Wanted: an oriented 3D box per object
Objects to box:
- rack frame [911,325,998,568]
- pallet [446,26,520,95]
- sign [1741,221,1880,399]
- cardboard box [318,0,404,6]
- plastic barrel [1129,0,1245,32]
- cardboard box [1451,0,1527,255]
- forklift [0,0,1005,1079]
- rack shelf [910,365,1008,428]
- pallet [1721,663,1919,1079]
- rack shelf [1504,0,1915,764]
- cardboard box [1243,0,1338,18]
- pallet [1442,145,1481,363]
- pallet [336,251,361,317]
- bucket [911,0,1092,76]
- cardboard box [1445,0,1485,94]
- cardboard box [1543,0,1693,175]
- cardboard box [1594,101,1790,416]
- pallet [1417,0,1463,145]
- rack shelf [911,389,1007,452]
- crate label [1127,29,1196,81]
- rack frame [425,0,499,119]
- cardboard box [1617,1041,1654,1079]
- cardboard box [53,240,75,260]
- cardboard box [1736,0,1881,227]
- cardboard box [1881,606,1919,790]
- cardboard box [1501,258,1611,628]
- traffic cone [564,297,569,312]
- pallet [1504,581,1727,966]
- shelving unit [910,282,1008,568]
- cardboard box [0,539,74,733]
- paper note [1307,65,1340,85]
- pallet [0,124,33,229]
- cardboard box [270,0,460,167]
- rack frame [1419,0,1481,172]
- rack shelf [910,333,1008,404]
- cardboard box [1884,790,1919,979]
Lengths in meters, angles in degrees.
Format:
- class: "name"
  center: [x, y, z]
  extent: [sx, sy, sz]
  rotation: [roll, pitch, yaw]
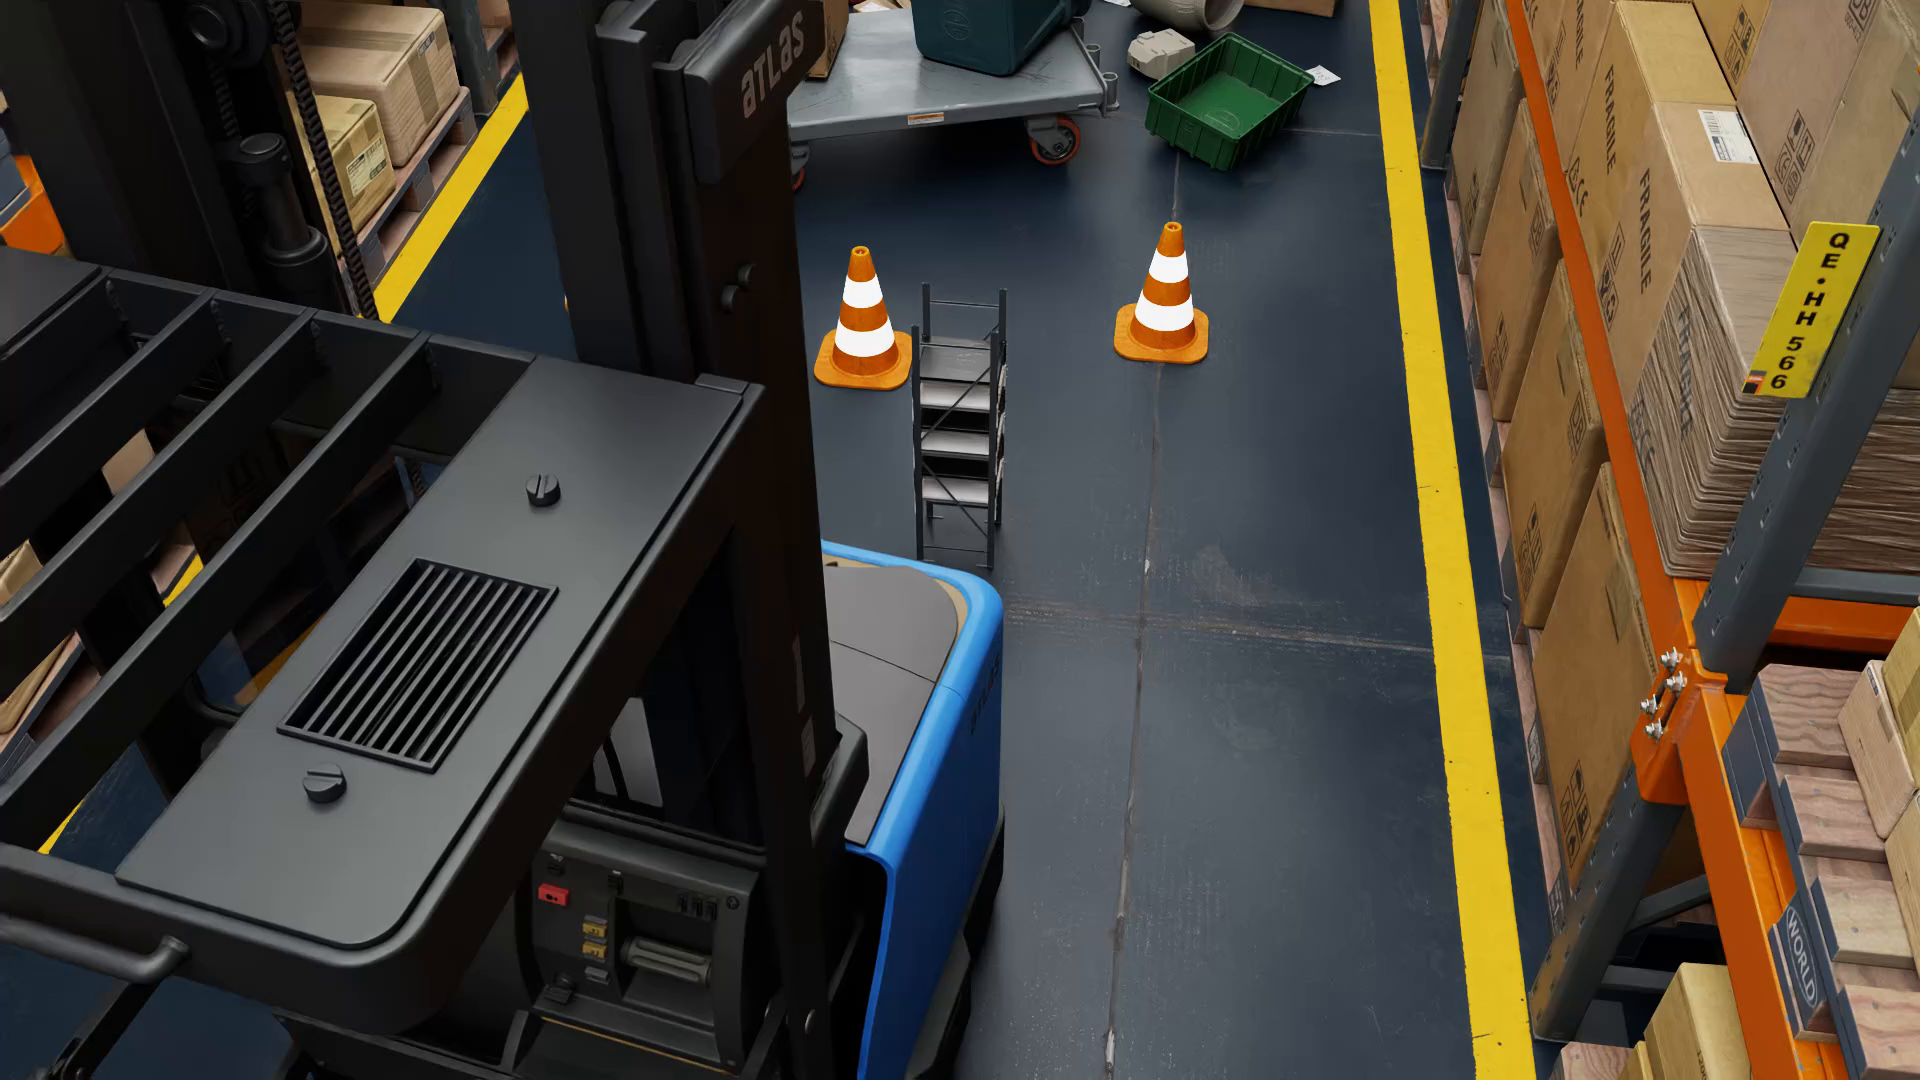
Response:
- class: "rack frame"
  center: [-0.015, -0.252, 4.862]
  extent: [0.240, 0.900, 0.006]
  rotation: [5, 44, 6]
- class: "pallet"
  center: [-2.461, -2.441, 7.674]
  extent: [1.003, 0.211, 1.213]
  rotation: [5, 44, 6]
- class: "sign"
  center: [1.326, -0.354, 2.600]
  extent: [0.100, 0.325, 0.005]
  rotation: [5, 44, 6]
- class: "cardboard box"
  center: [-2.703, -2.574, 7.481]
  extent: [0.500, 0.250, 0.500]
  rotation: [7, 44, 7]
- class: "plastic barrel"
  center: [1.035, -2.589, 7.676]
  extent: [0.421, 0.421, 0.512]
  rotation: [-32, 52, -29]
- class: "cardboard box"
  center: [2.412, -1.516, 6.000]
  extent: [1.050, 0.750, 0.750]
  rotation: [5, 44, 5]
- class: "forklift"
  center: [-0.818, 0.667, 2.414]
  extent: [1.130, 2.935, 3.031]
  rotation: [12, 45, 13]
- class: "rack shelf"
  center: [-0.001, -0.428, 4.834]
  extent: [0.258, 0.077, 0.200]
  rotation: [5, 44, 6]
- class: "pallet"
  center: [1.888, 0.680, 2.490]
  extent: [1.213, 0.211, 1.003]
  rotation: [5, 44, 6]
- class: "rack shelf"
  center: [2.141, -0.987, 4.634]
  extent: [1.077, 0.370, 4.000]
  rotation: [5, 44, 6]
- class: "cardboard box"
  center: [1.593, -2.856, 7.901]
  extent: [0.500, 0.500, 0.500]
  rotation: [12, 45, 13]
- class: "pallet"
  center: [2.378, -1.066, 6.223]
  extent: [1.003, 0.211, 1.213]
  rotation: [5, 44, 6]
- class: "pallet"
  center: [-2.775, -0.616, 5.747]
  extent: [1.003, 0.211, 1.213]
  rotation: [5, 44, 6]
- class: "bucket"
  center: [0.138, -2.277, 6.749]
  extent: [0.726, 0.611, 0.620]
  rotation: [20, 57, 20]
- class: "cardboard box"
  center: [2.558, -2.415, 6.859]
  extent: [0.875, 0.875, 0.875]
  rotation: [6, 44, 6]
- class: "cardboard box"
  center: [1.867, -1.283, 4.351]
  extent: [0.500, 0.500, 0.500]
  rotation: [6, 44, 6]
- class: "cardboard box"
  center: [1.737, -0.593, 3.622]
  extent: [0.500, 0.500, 0.500]
  rotation: [5, 44, 6]
- class: "pallet"
  center: [2.583, -2.110, 7.325]
  extent: [1.003, 0.211, 1.213]
  rotation: [5, 44, 6]
- class: "rack shelf"
  center: [-0.001, -0.362, 4.896]
  extent: [0.258, 0.077, 0.200]
  rotation: [5, 44, 6]
- class: "crate label"
  center: [0.905, -2.173, 7.446]
  extent: [0.298, 0.136, 0.250]
  rotation: [-24, 48, -23]
- class: "rack frame"
  center: [-2.515, -2.993, 6.229]
  extent: [1.000, 3.000, 0.127]
  rotation: [5, 44, 6]
- class: "cardboard box"
  center: [1.530, 1.329, 3.178]
  extent: [0.500, 0.500, 0.500]
  rotation: [4, 44, 4]
- class: "cardboard box"
  center: [-2.764, -0.869, 5.592]
  extent: [0.950, 0.372, 0.625]
  rotation: [7, 44, 7]
- class: "cardboard box"
  center: [2.011, -0.935, 3.256]
  extent: [0.700, 0.500, 0.500]
  rotation: [5, 44, 5]
- class: "cardboard box"
  center: [1.613, 0.256, 2.459]
  extent: [0.380, 0.149, 0.250]
  rotation: [7, 44, 7]
- class: "cardboard box"
  center: [2.158, -0.224, 4.636]
  extent: [1.050, 0.750, 0.750]
  rotation: [6, 44, 6]
- class: "traffic cone"
  center: [-1.291, -1.099, 6.074]
  extent: [0.336, 0.463, 0.334]
  rotation: [5, 44, 6]
- class: "pallet"
  center: [2.055, 0.597, 4.466]
  extent: [1.003, 0.211, 1.213]
  rotation: [5, 44, 6]
- class: "shelving unit"
  center: [-0.001, -0.321, 4.935]
  extent: [0.258, 0.900, 0.210]
  rotation: [5, 44, 6]
- class: "cardboard box"
  center: [-2.959, 0.151, 4.515]
  extent: [0.950, 0.372, 0.625]
  rotation: [3, 43, 3]
- class: "paper note"
  center: [1.596, -2.074, 7.418]
  extent: [0.147, 0.020, 0.142]
  rotation: [-24, 48, -23]
- class: "pallet"
  center: [-3.055, -0.692, 3.939]
  extent: [1.213, 0.211, 1.003]
  rotation: [5, 44, 6]
- class: "cardboard box"
  center: [-2.582, -1.833, 6.610]
  extent: [0.950, 0.372, 0.625]
  rotation: [6, 44, 6]
- class: "rack frame"
  center: [2.405, -2.612, 5.826]
  extent: [1.000, 3.000, 0.127]
  rotation: [5, 44, 6]
- class: "rack shelf"
  center: [-0.001, -0.493, 4.772]
  extent: [0.258, 0.077, 0.200]
  rotation: [5, 44, 6]
- class: "cardboard box"
  center: [1.581, 0.523, 2.394]
  extent: [0.380, 0.149, 0.250]
  rotation: [7, 44, 8]
